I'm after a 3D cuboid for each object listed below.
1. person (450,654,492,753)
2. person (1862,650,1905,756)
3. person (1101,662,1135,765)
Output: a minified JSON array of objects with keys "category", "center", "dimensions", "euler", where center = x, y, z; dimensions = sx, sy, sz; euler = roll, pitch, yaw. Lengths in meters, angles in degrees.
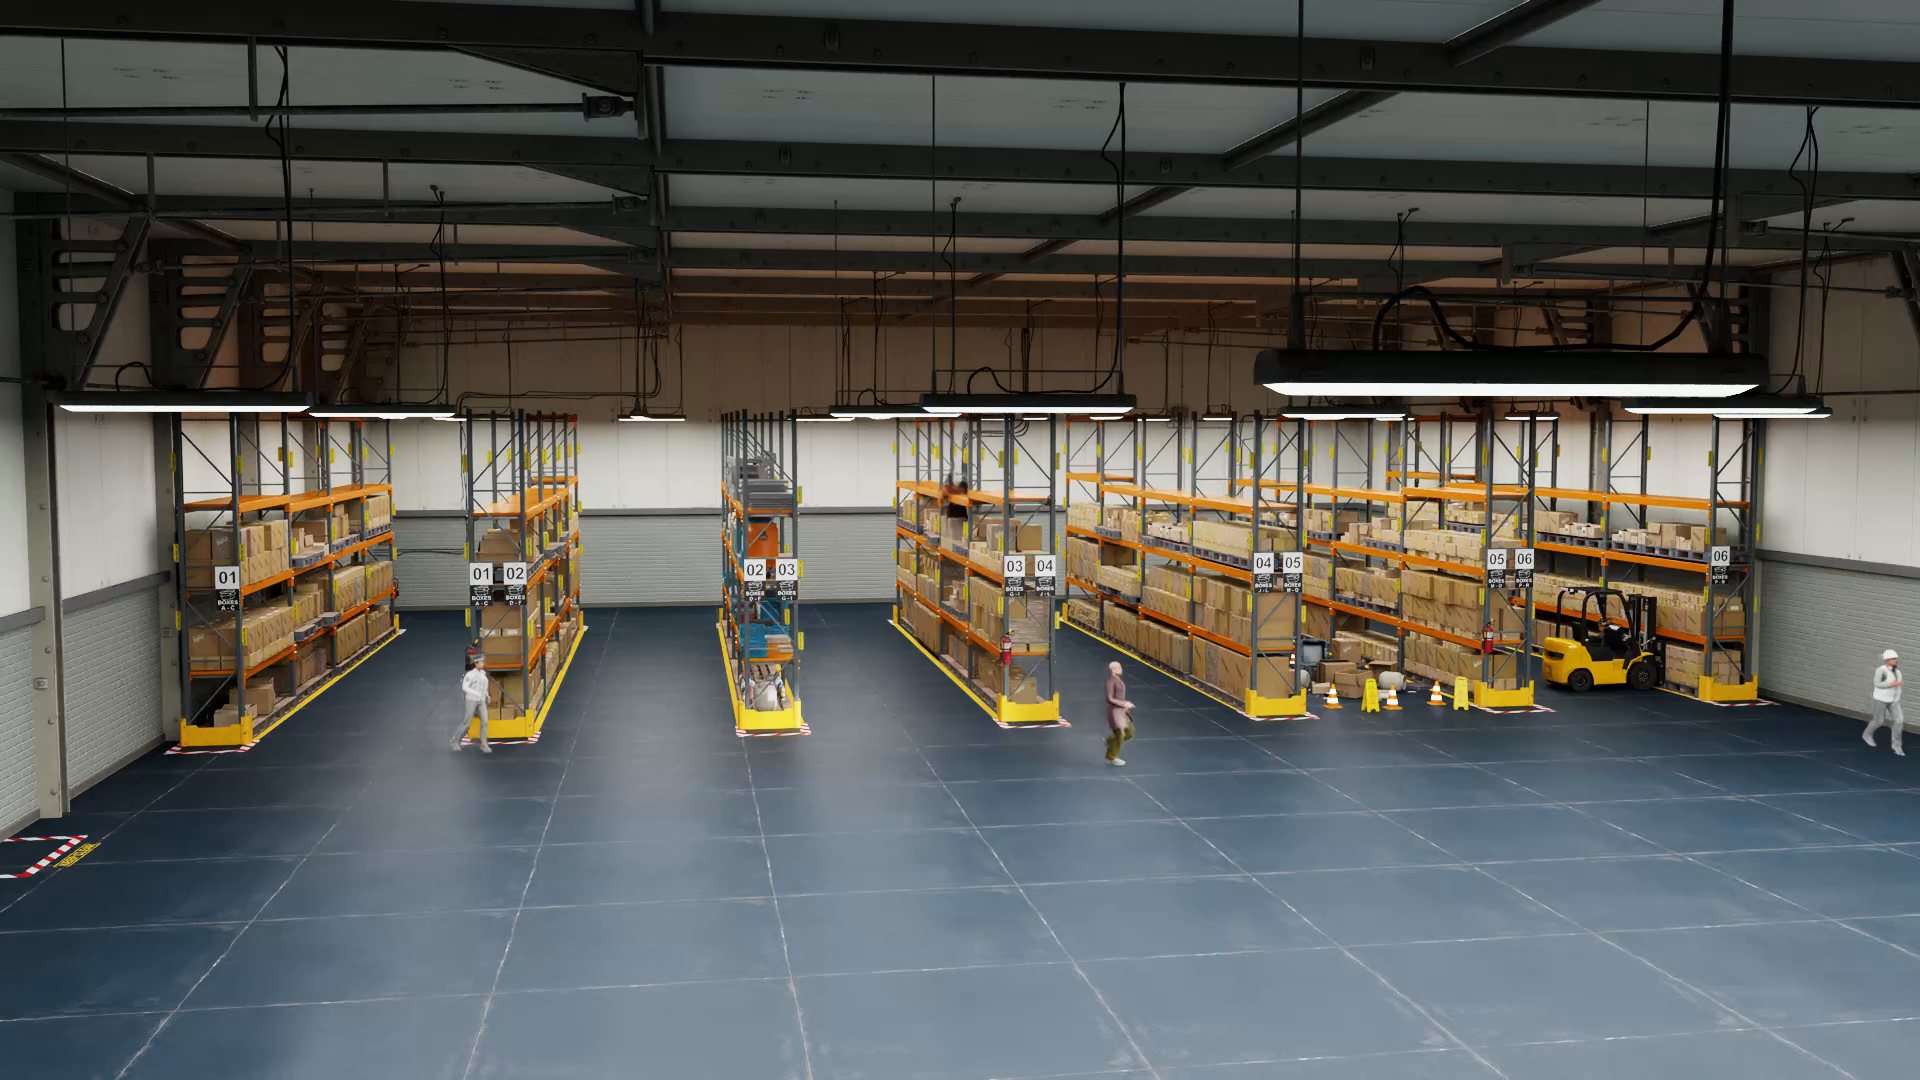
[{"category":"person","center":[-8.426,2.840,29.085],"dimensions":[0.804,1.681,0.675],"euler":[2,4,27]},{"category":"person","center":[16.151,2.827,29.056],"dimensions":[0.643,1.853,0.862],"euler":[-1,4,-13]},{"category":"person","center":[2.655,2.910,27.948],"dimensions":[0.631,1.737,0.705],"euler":[2,4,22]}]
